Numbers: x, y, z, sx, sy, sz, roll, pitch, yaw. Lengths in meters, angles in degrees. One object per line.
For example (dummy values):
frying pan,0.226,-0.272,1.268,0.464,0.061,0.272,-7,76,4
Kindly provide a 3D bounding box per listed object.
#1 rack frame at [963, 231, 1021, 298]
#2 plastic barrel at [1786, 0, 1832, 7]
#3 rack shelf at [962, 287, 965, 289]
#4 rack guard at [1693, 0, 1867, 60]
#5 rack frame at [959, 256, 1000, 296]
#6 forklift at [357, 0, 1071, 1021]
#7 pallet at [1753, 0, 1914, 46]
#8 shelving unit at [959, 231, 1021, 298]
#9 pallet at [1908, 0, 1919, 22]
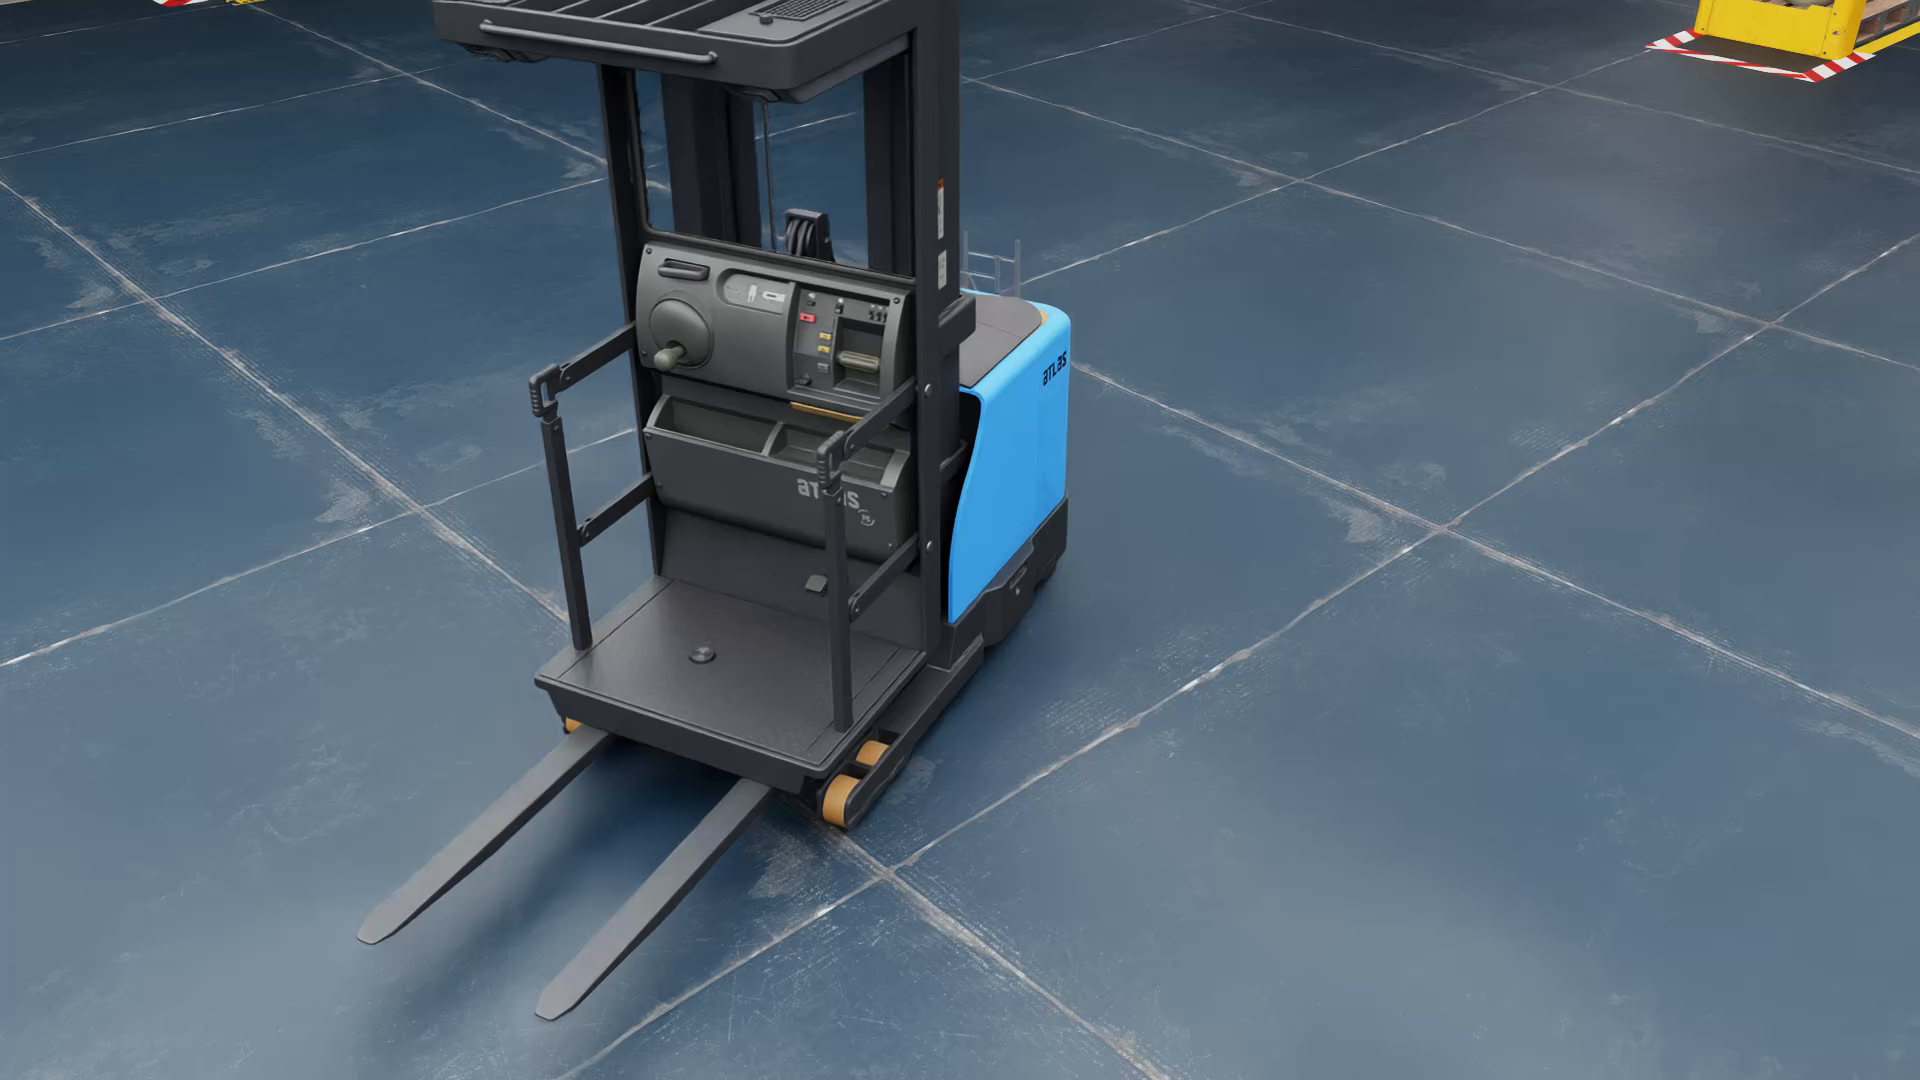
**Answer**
rack frame,0.121,-0.650,6.663,0.240,1.200,0.006,14,34,22
plastic barrel,6.858,-4.576,13.341,0.421,0.512,0.421,0,31,0
rack shelf,0.080,-0.876,6.428,0.258,0.103,0.180,14,34,22
rack guard,6.451,-4.174,13.097,0.348,0.500,1.175,-26,40,-35
rack frame,0.040,-0.564,6.523,0.240,1.200,0.006,14,34,22
forklift,-0.684,-0.604,4.929,1.130,2.935,3.031,14,34,22
pallet,7.050,-4.337,13.641,1.213,0.211,1.003,-26,40,-35
shelving unit,0.080,-0.607,6.593,0.258,1.200,0.189,14,34,22
pallet,7.944,-4.768,14.345,1.213,0.211,1.003,-26,40,-35
